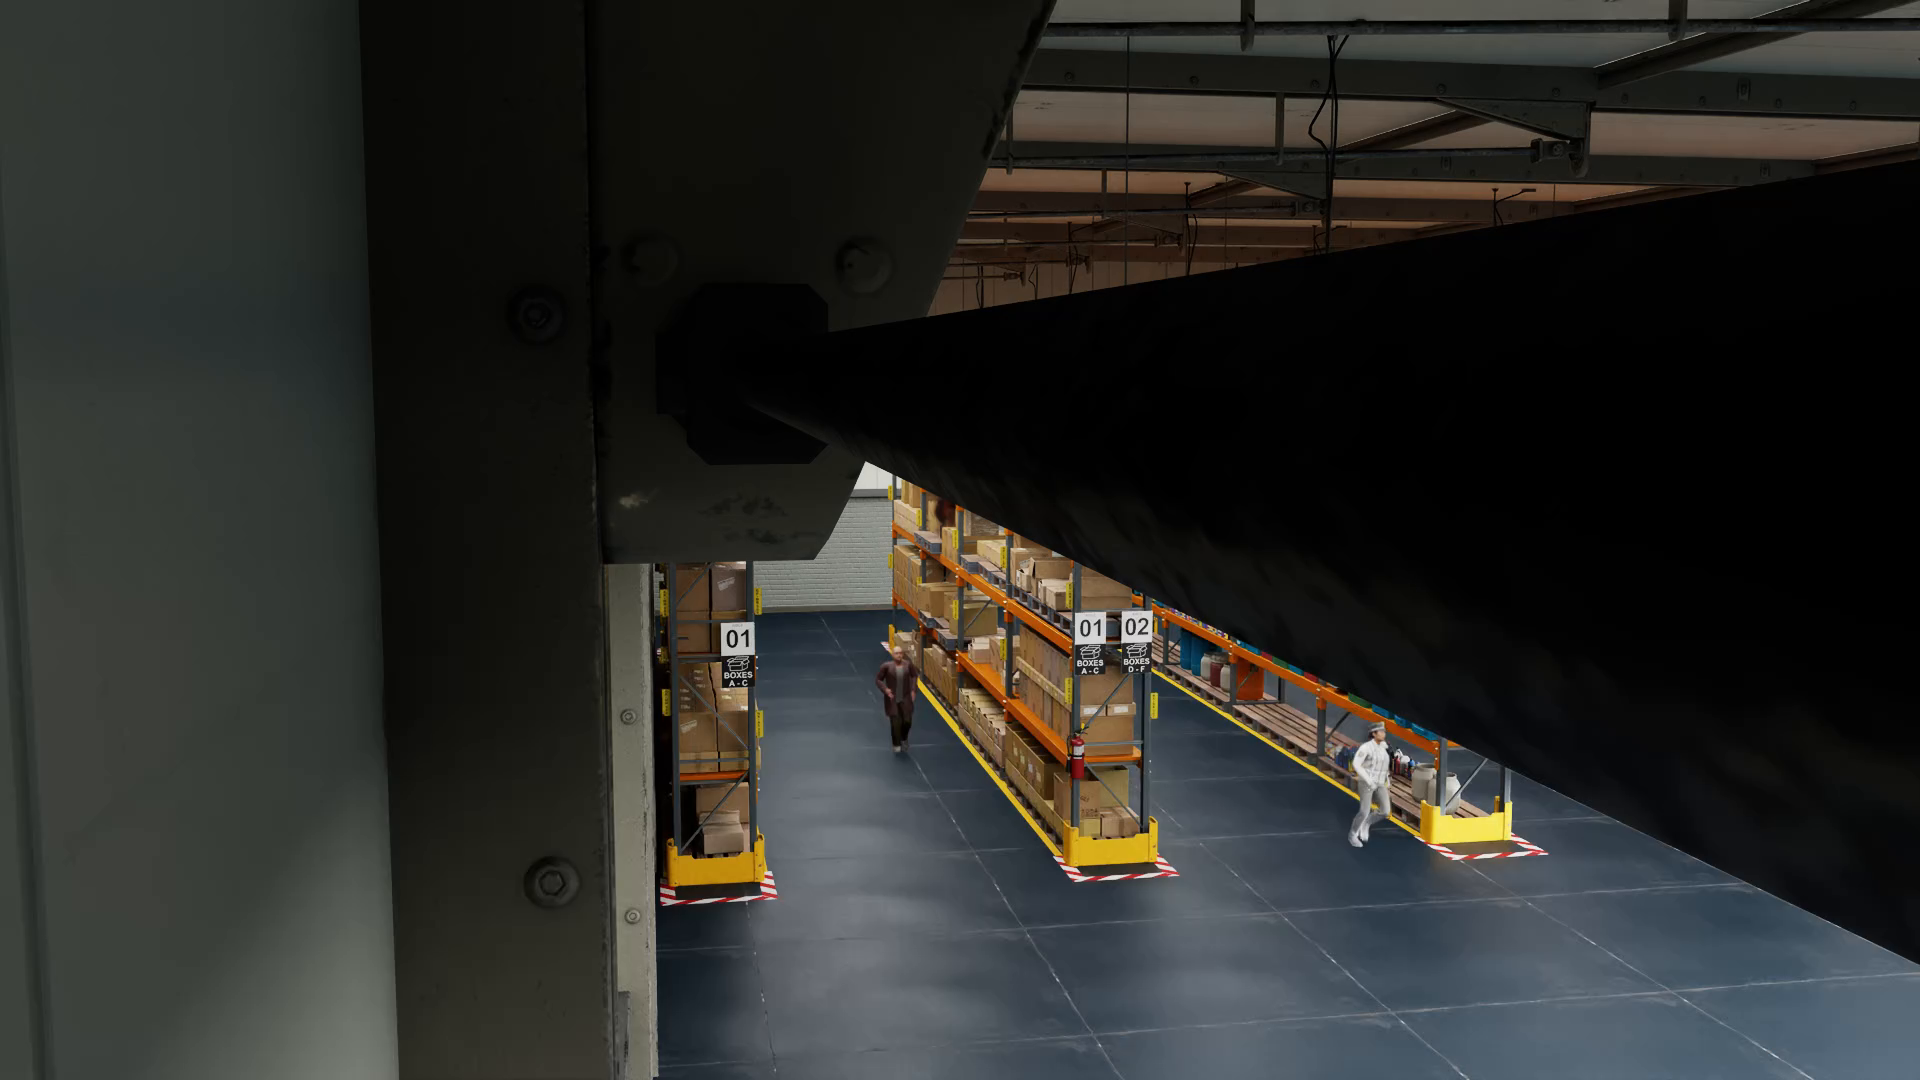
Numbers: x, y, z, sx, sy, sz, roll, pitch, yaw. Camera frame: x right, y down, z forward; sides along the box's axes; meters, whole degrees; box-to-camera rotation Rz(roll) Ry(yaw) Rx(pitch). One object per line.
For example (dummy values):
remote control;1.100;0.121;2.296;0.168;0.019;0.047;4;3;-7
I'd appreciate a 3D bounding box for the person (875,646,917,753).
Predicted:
person;-1.000;2.576;26.730;0.716;1.744;0.618;-1;6;-11

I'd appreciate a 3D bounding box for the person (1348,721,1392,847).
person;5.427;3.178;21.716;0.675;1.640;0.521;-3;7;-25
